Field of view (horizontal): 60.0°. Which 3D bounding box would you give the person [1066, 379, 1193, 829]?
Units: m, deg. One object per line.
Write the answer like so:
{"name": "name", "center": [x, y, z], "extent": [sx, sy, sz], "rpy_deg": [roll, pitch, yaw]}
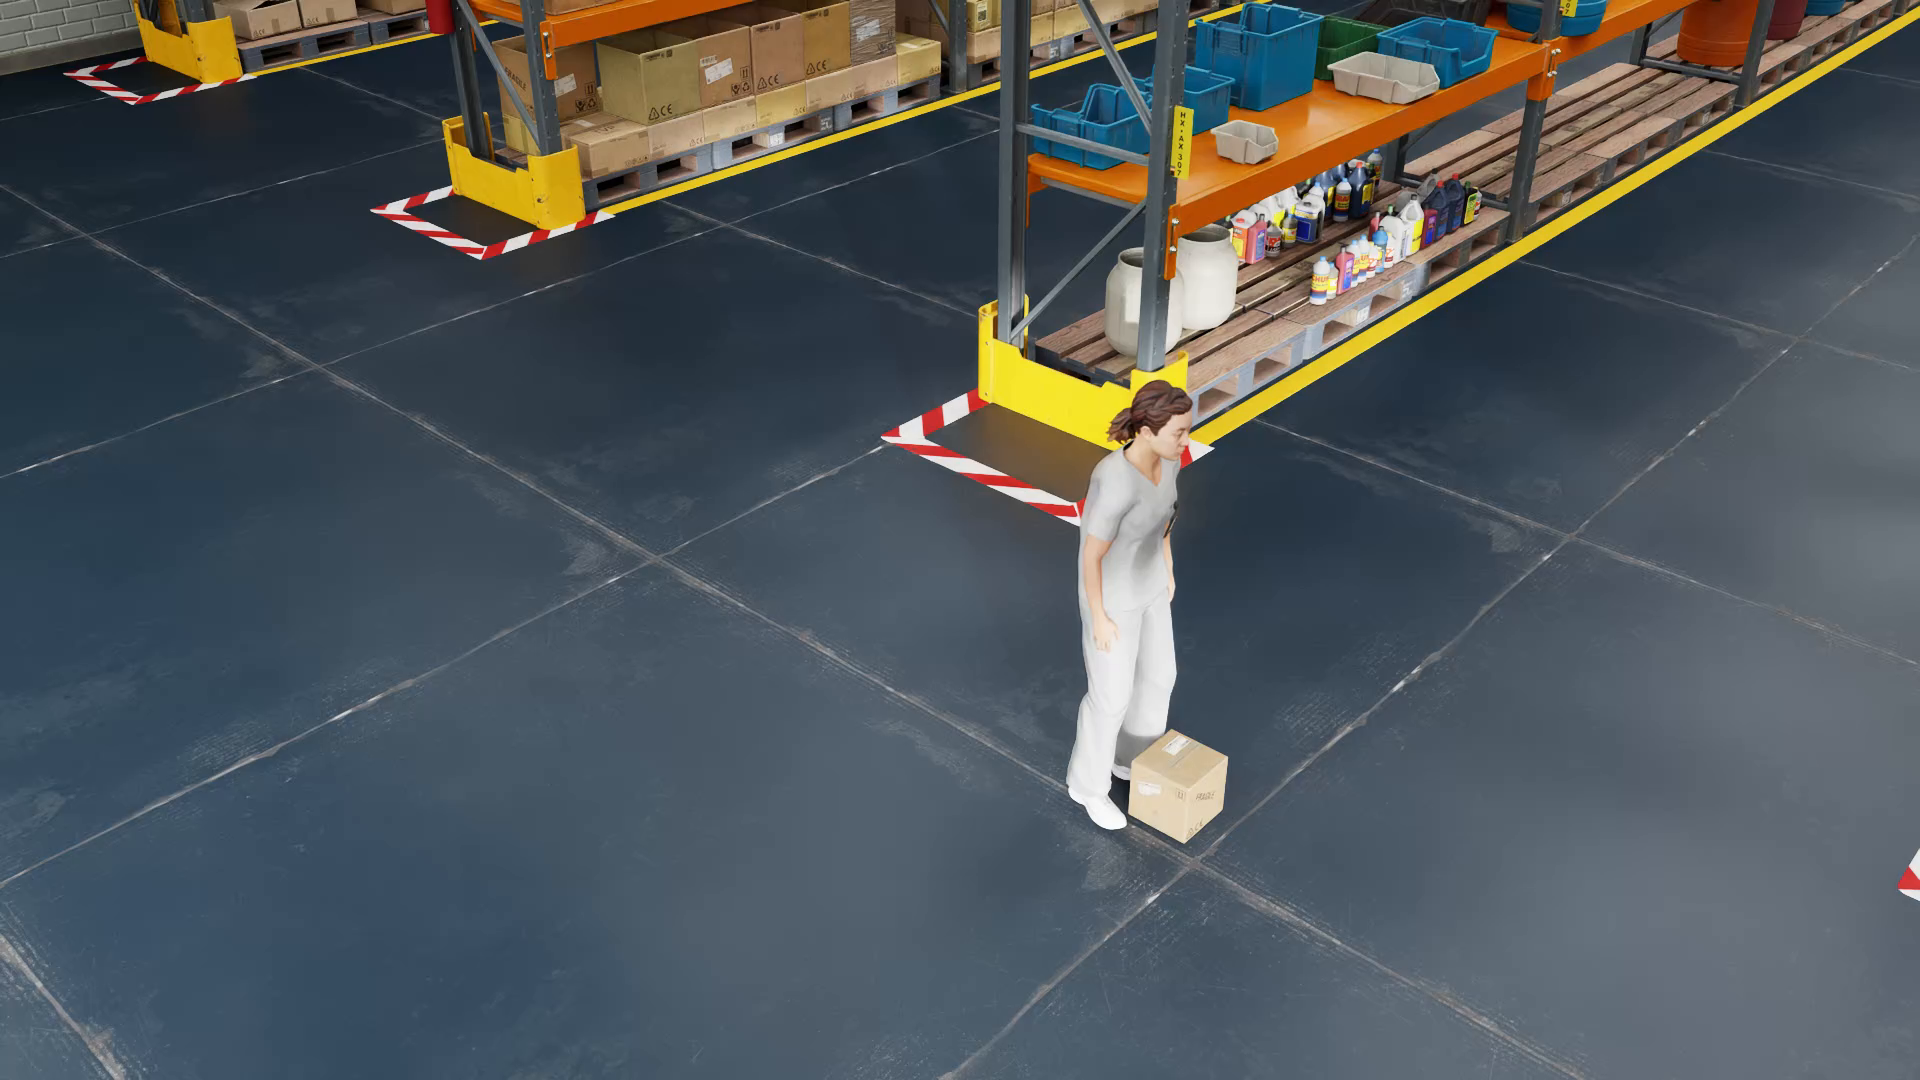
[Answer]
{"name": "person", "center": [0.620, 0.211, 5.792], "extent": [0.416, 1.671, 0.501], "rpy_deg": [23, 38, 33]}
